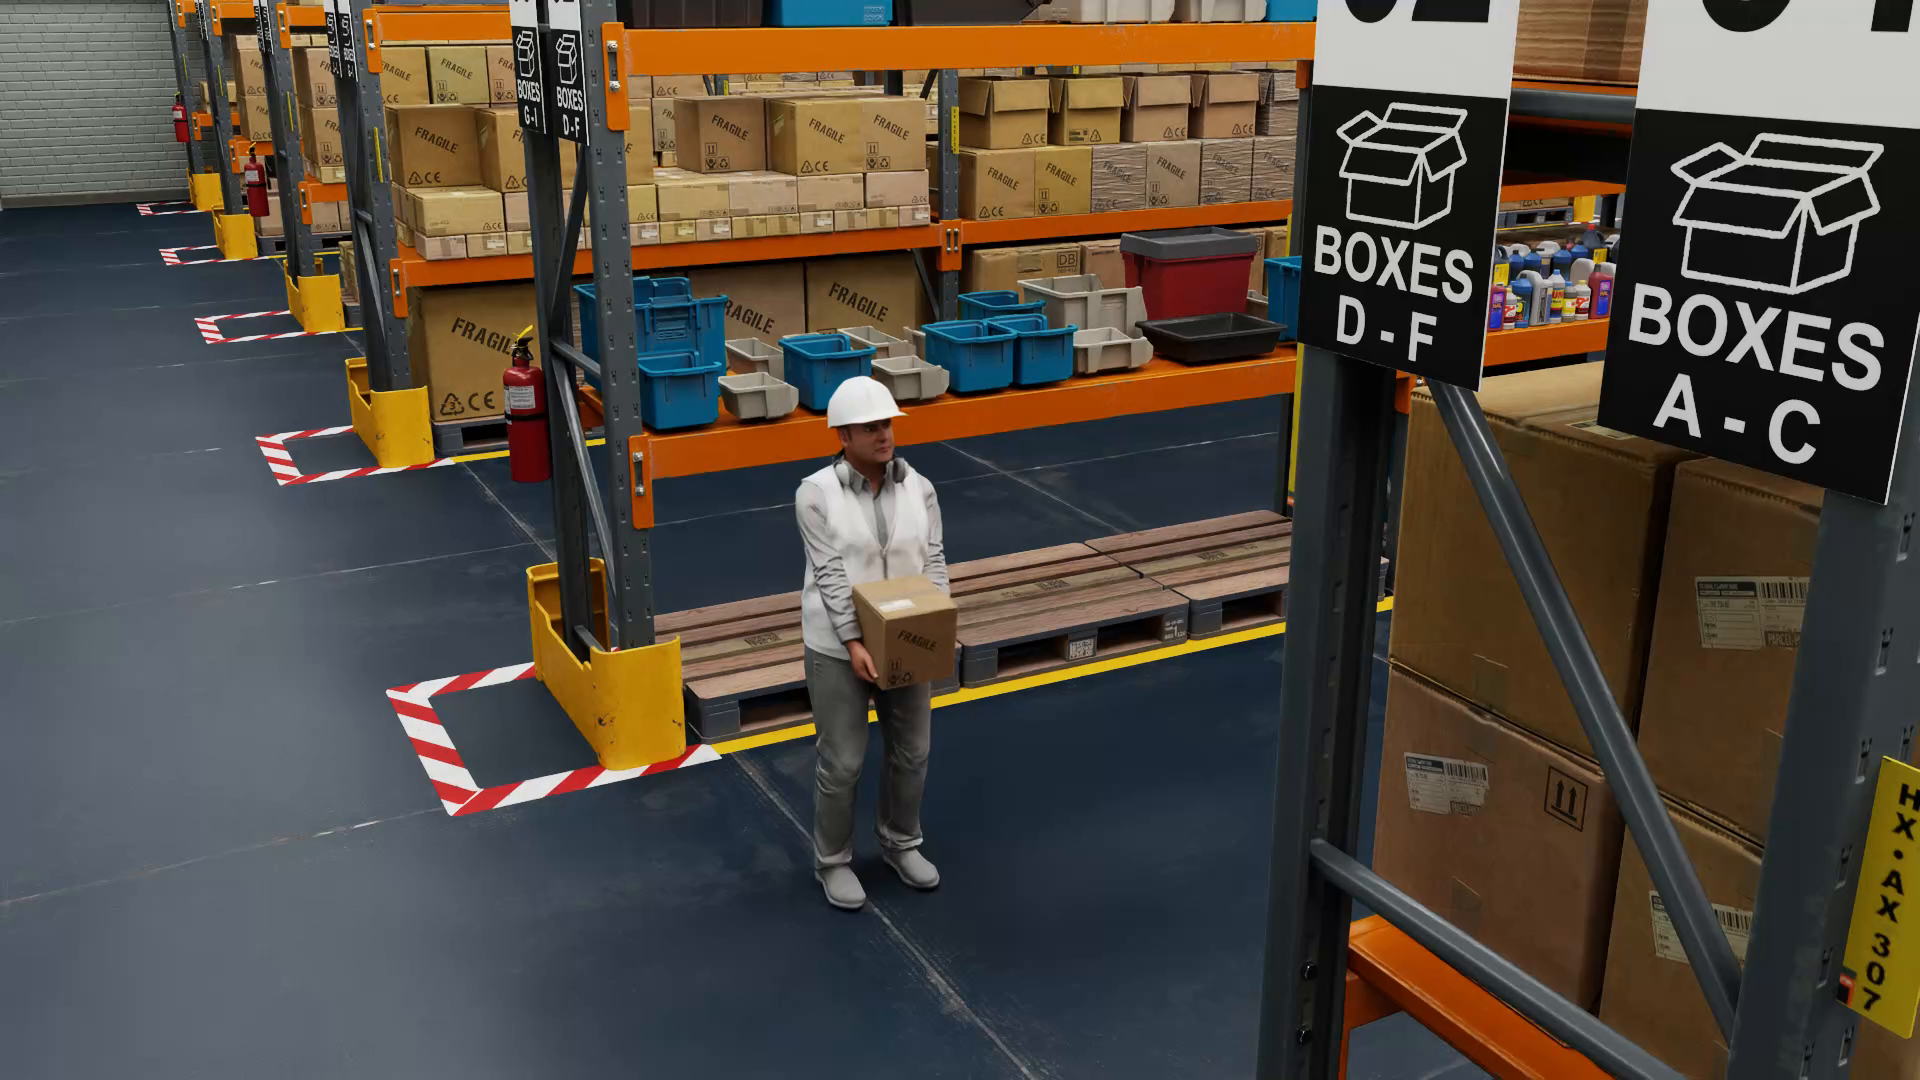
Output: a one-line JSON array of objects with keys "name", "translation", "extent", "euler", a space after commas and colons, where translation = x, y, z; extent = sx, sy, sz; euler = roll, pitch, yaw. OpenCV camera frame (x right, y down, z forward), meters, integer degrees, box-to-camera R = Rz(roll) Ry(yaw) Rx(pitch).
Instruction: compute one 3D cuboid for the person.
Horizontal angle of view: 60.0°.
[{"name": "person", "translation": [-0.247, 0.362, 5.445], "extent": [0.494, 1.764, 0.548], "euler": [-9, 20, -26]}]
